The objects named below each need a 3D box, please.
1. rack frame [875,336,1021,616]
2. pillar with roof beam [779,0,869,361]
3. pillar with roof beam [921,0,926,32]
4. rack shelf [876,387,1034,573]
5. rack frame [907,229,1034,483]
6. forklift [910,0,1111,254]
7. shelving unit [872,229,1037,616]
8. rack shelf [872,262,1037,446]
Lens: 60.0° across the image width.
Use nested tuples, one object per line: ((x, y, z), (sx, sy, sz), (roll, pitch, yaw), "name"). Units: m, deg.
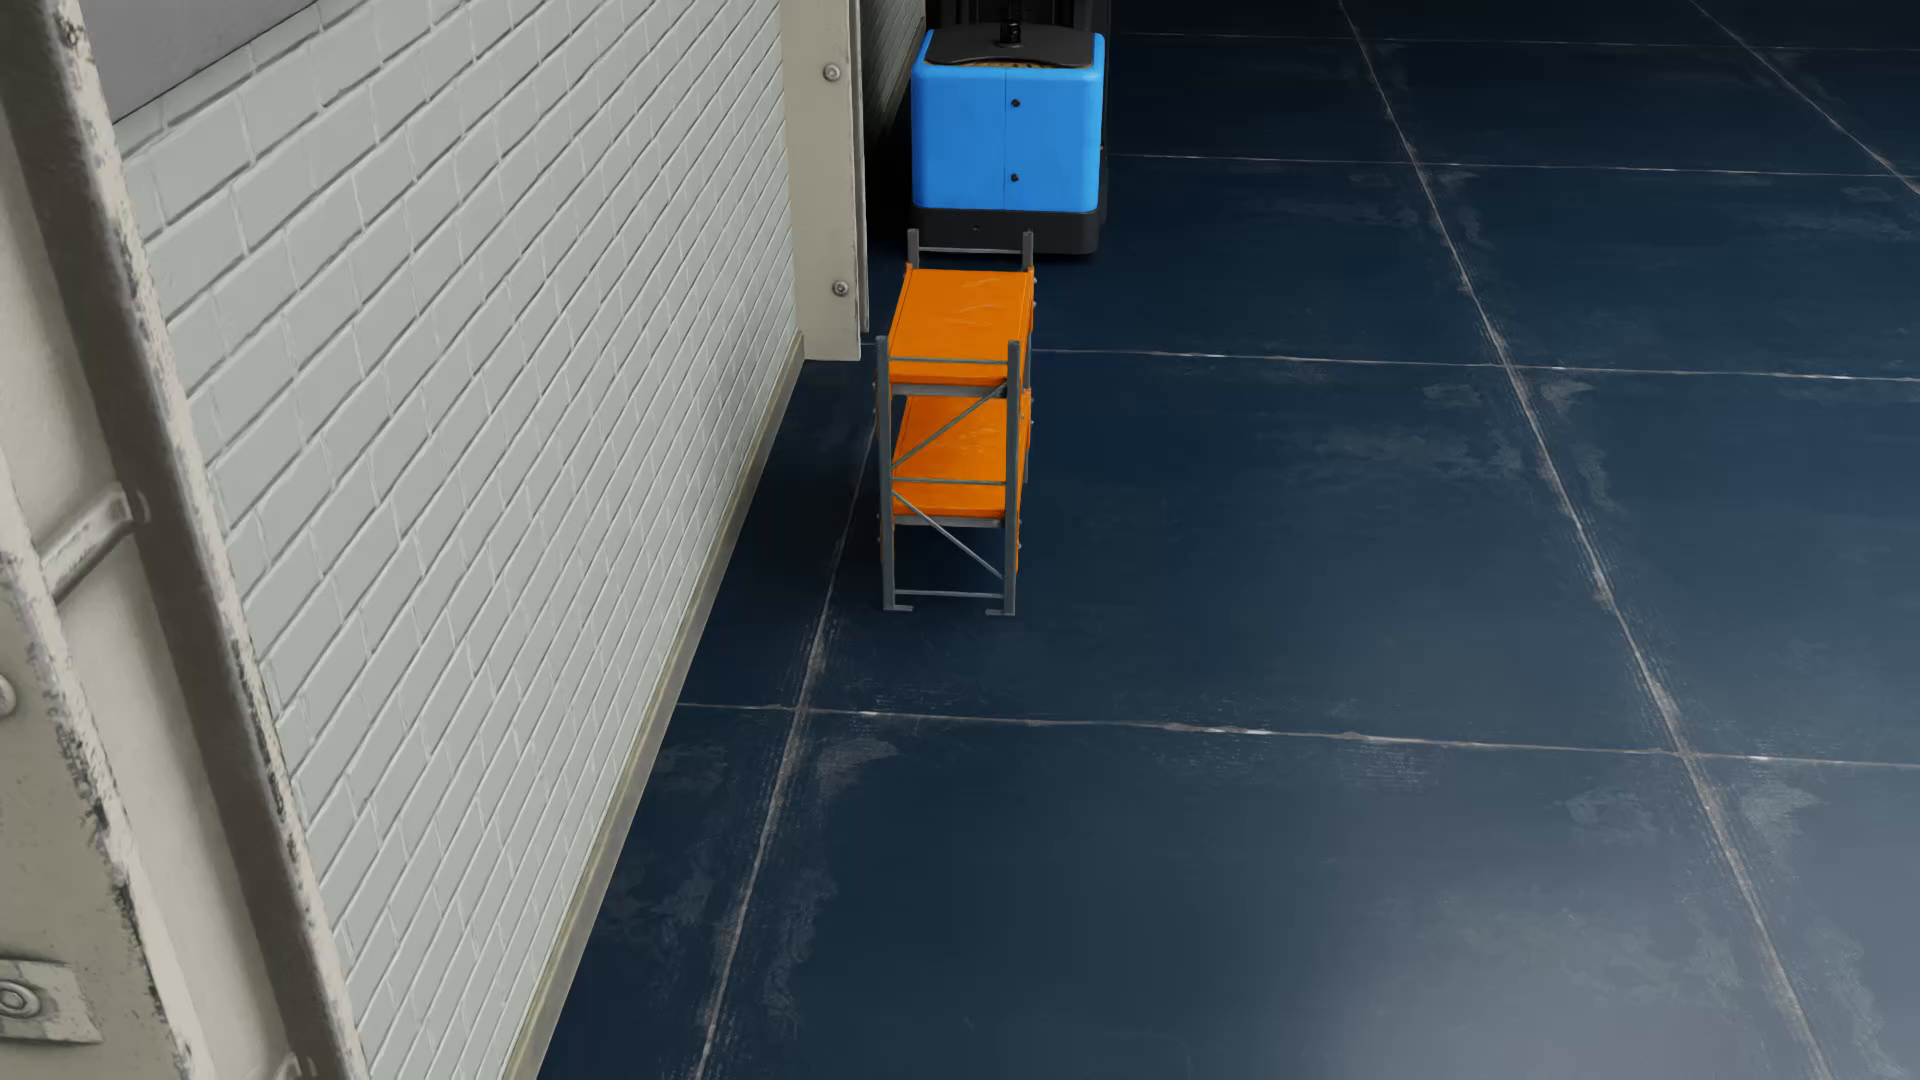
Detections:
((-0.042, -0.210, 6.018), (0.500, 1.125, 0.032), (2, 32, 4), "rack frame")
((3.658, -4.638, 5.699), (9.100, 9.000, 0.400), (2, 32, 4), "pillar with roof beam")
((4.146, -7.776, 10.790), (9.100, 9.000, 0.400), (2, 32, 4), "pillar with roof beam")
((-0.001, -0.267, 6.577), (0.538, 0.278, 1.000), (2, 32, 4), "rack shelf")
((0.041, -0.741, 6.880), (0.500, 1.125, 0.032), (2, 32, 4), "rack frame")
((0.362, -3.570, 9.749), (1.130, 2.935, 3.031), (2, 32, 4), "forklift")
((-0.001, -0.475, 6.449), (0.538, 1.125, 1.048), (2, 32, 4), "shelving unit")
((-0.001, -0.725, 6.296), (0.538, 0.278, 1.000), (2, 32, 4), "rack shelf")
